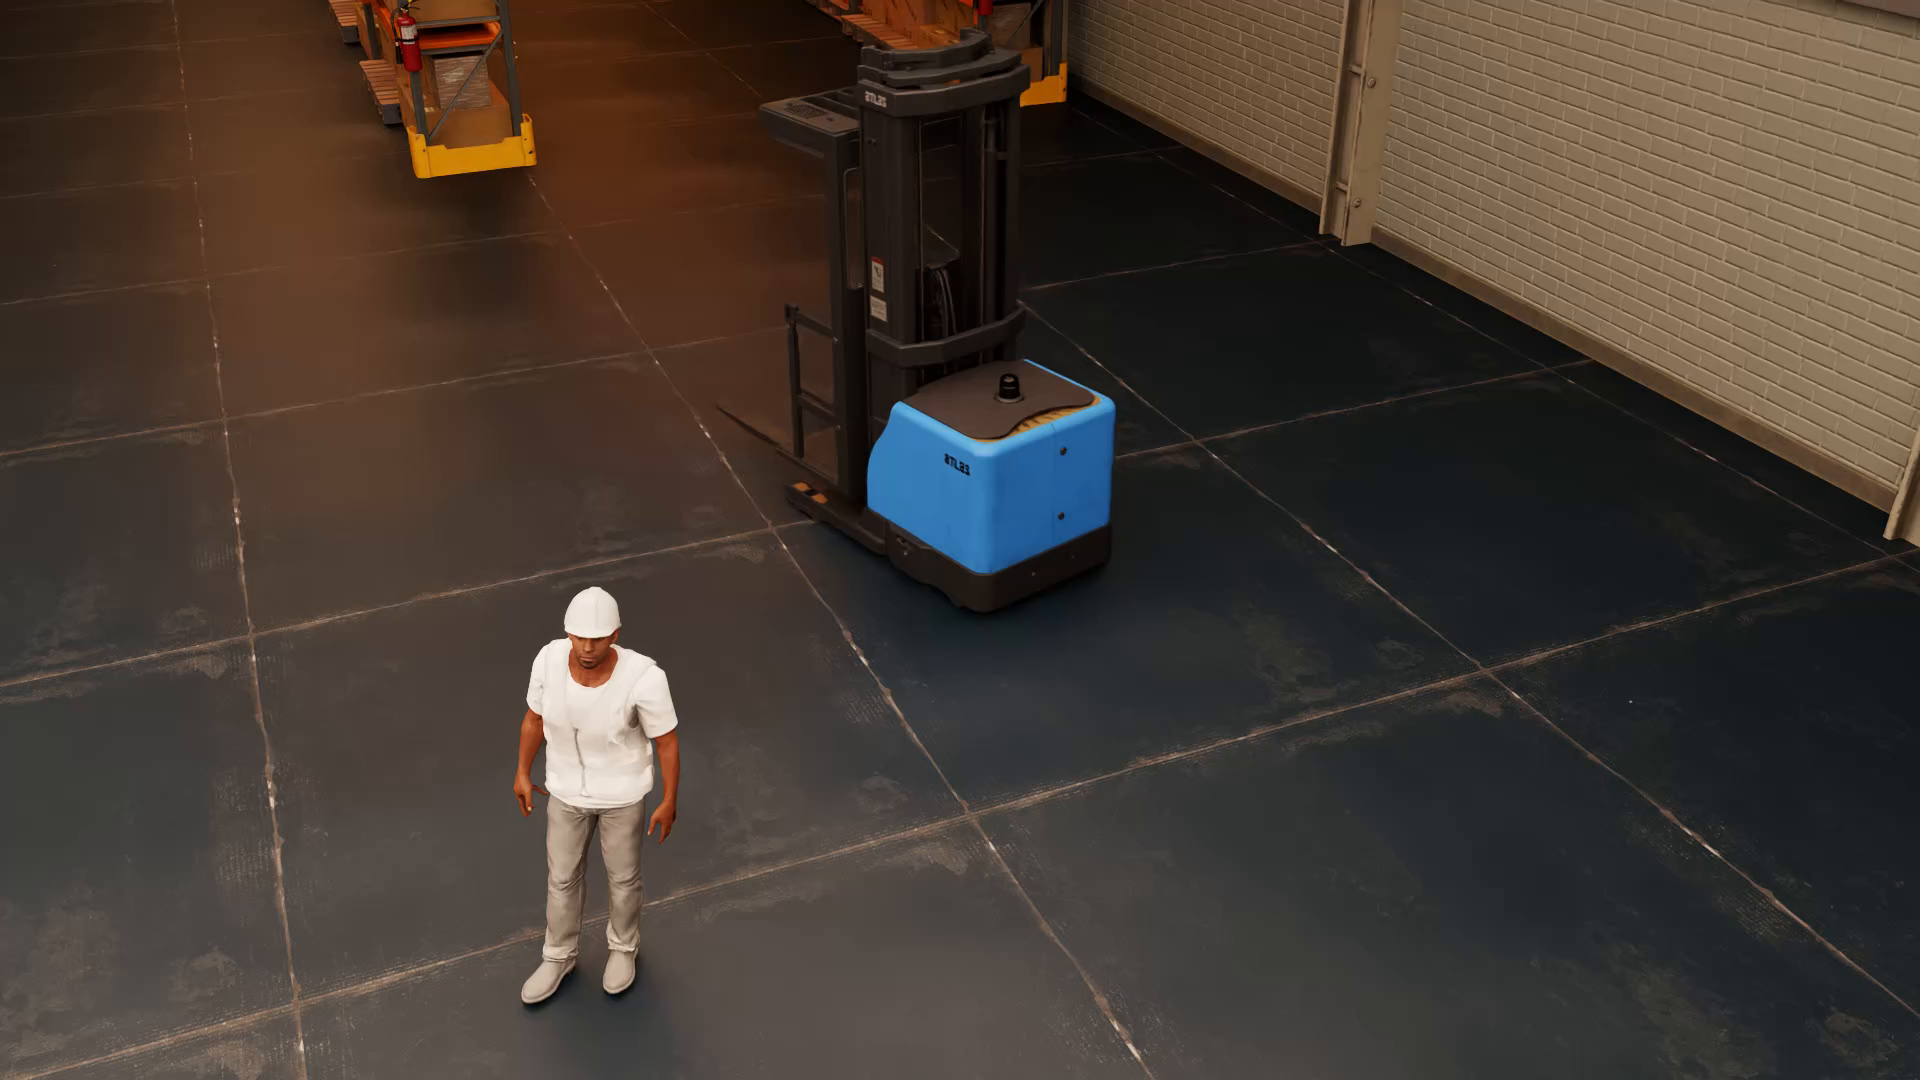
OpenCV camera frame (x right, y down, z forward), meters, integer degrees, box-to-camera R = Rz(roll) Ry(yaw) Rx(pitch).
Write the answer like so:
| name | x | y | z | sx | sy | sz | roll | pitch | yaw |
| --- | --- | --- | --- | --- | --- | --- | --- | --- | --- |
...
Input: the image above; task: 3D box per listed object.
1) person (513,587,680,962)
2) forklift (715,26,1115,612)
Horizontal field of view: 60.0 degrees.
| name | x | y | z | sx | sy | sz | roll | pitch | yaw |
| --- | --- | --- | --- | --- | --- | --- | --- | --- | --- |
| person | -1.425 | 0.951 | 6.556 | 0.665 | 1.707 | 0.419 | 5 | 30 | 9 |
| forklift | -0.440 | -1.532 | 9.799 | 1.130 | 2.935 | 3.031 | -22 | 37 | -34 |
